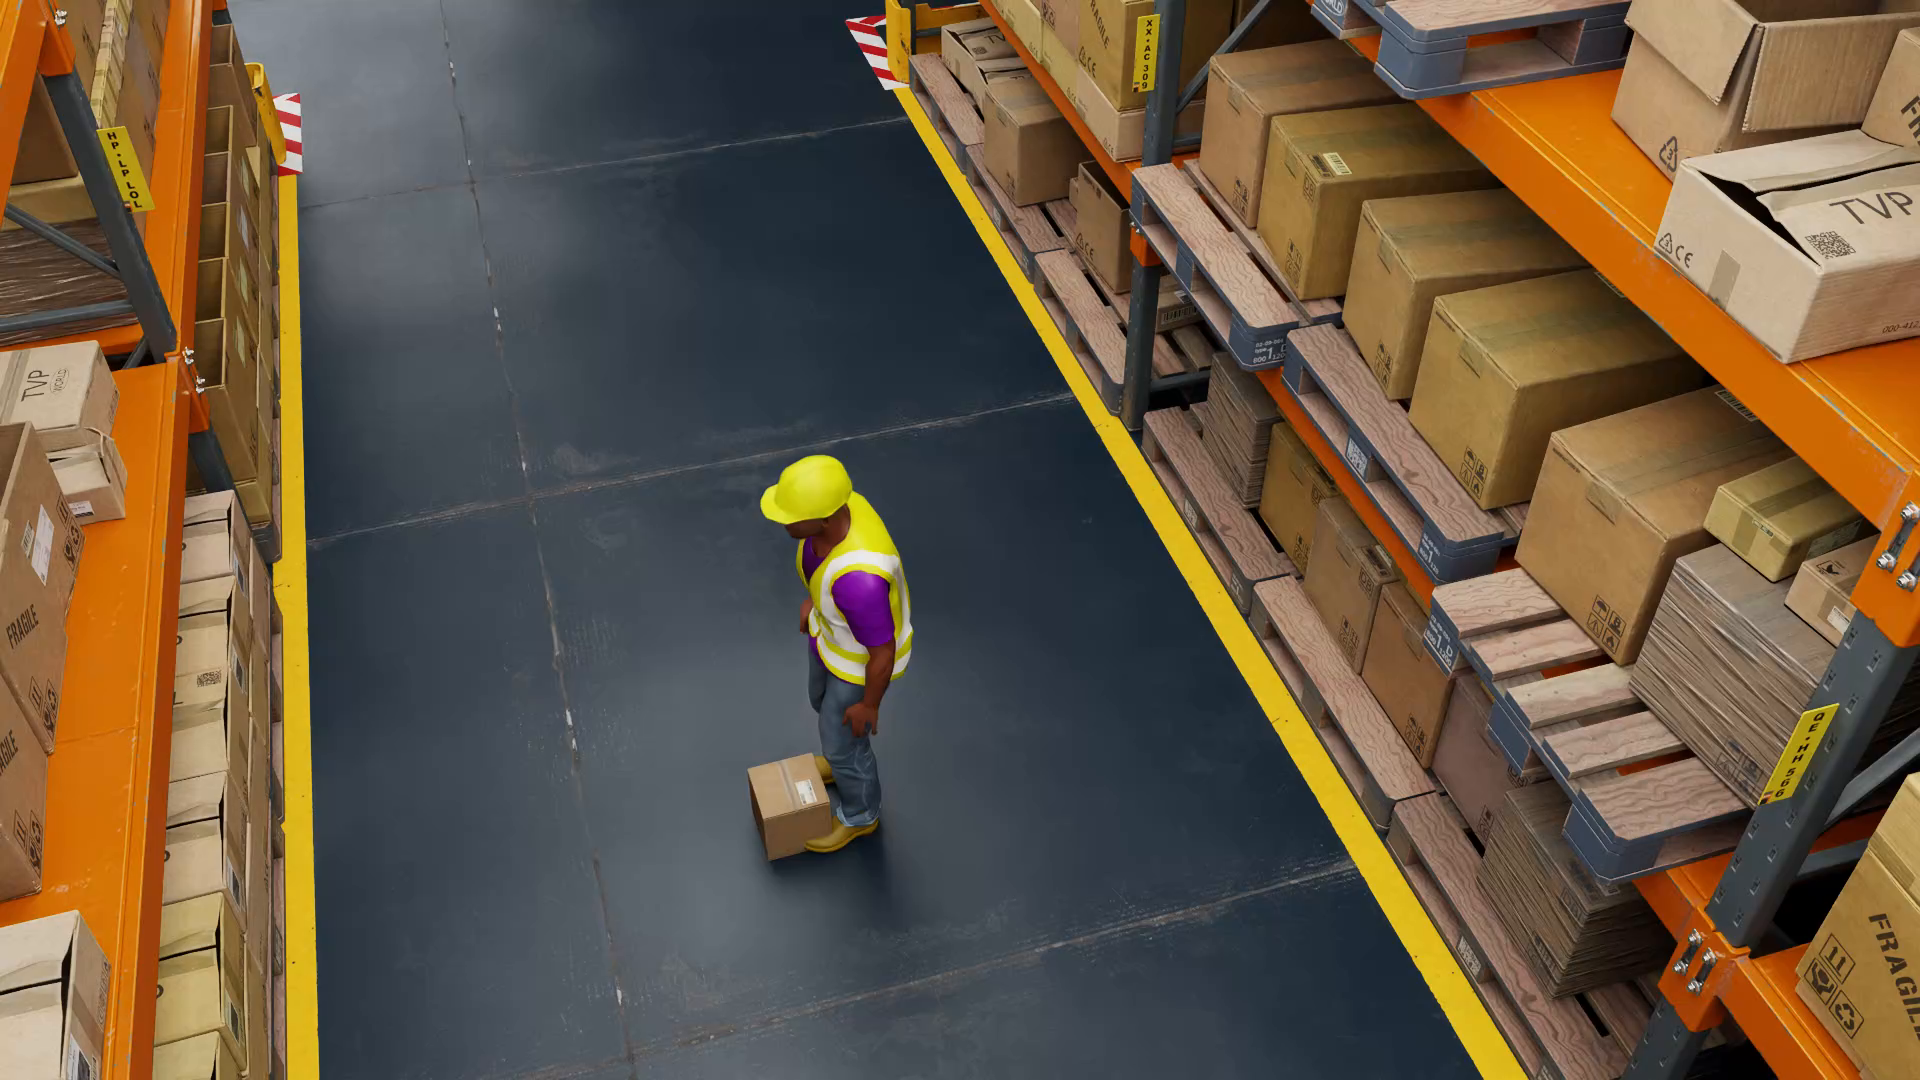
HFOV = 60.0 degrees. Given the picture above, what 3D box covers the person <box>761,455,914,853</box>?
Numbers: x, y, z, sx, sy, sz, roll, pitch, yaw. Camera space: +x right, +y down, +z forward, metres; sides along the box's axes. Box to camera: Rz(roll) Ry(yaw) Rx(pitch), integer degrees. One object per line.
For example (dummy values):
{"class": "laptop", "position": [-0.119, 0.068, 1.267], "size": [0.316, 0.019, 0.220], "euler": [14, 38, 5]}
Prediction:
{"class": "person", "position": [-0.408, 0.380, 5.725], "size": [0.460, 1.759, 0.629], "euler": [-14, 44, -15]}
